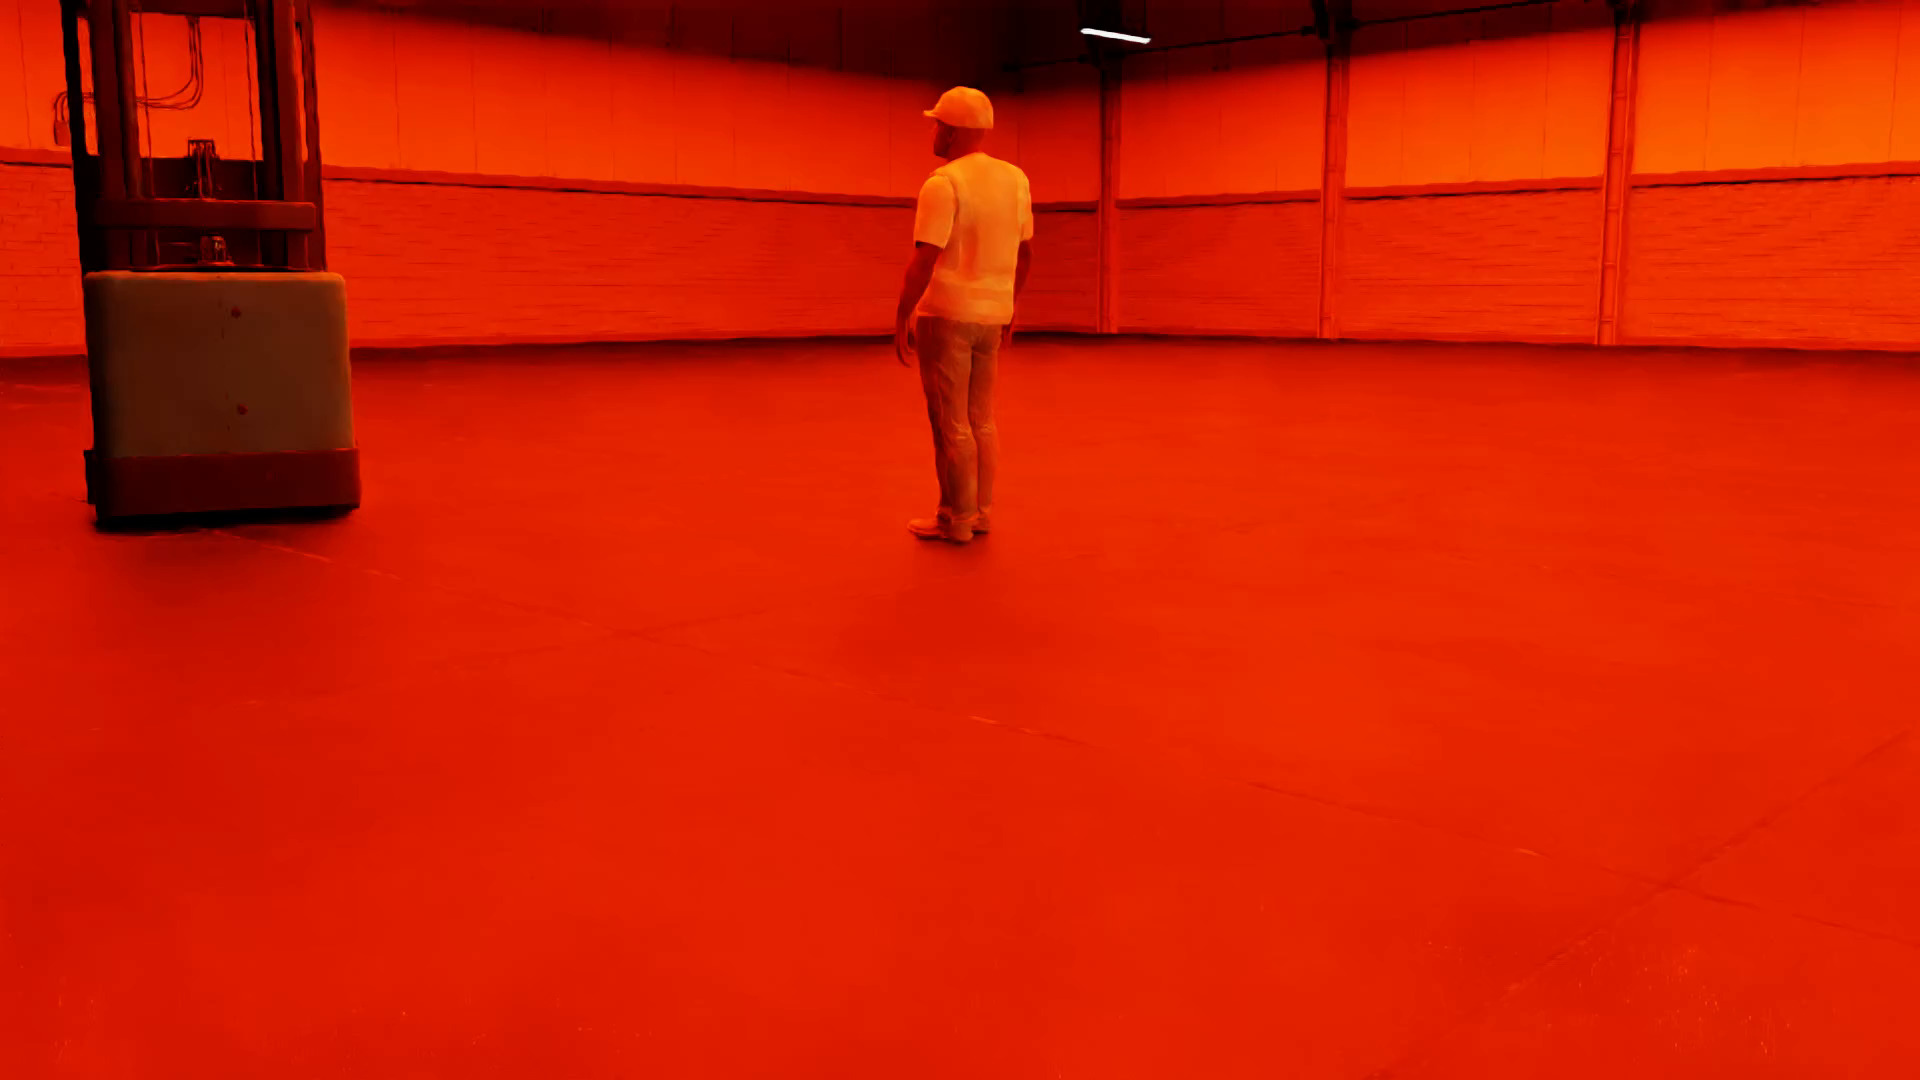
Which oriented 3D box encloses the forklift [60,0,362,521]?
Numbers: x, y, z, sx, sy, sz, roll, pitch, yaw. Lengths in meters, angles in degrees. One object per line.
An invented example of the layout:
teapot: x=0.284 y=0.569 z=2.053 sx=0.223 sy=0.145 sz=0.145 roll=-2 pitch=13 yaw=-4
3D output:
forklift: x=-3.755 y=-1.708 z=8.218 sx=1.130 sy=2.935 sz=3.031 roll=-4 pitch=10 yaw=-26

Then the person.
person: x=-0.046 y=-0.888 z=6.637 sx=0.576 sy=1.766 sz=0.665 roll=8 pitch=12 yaw=43
